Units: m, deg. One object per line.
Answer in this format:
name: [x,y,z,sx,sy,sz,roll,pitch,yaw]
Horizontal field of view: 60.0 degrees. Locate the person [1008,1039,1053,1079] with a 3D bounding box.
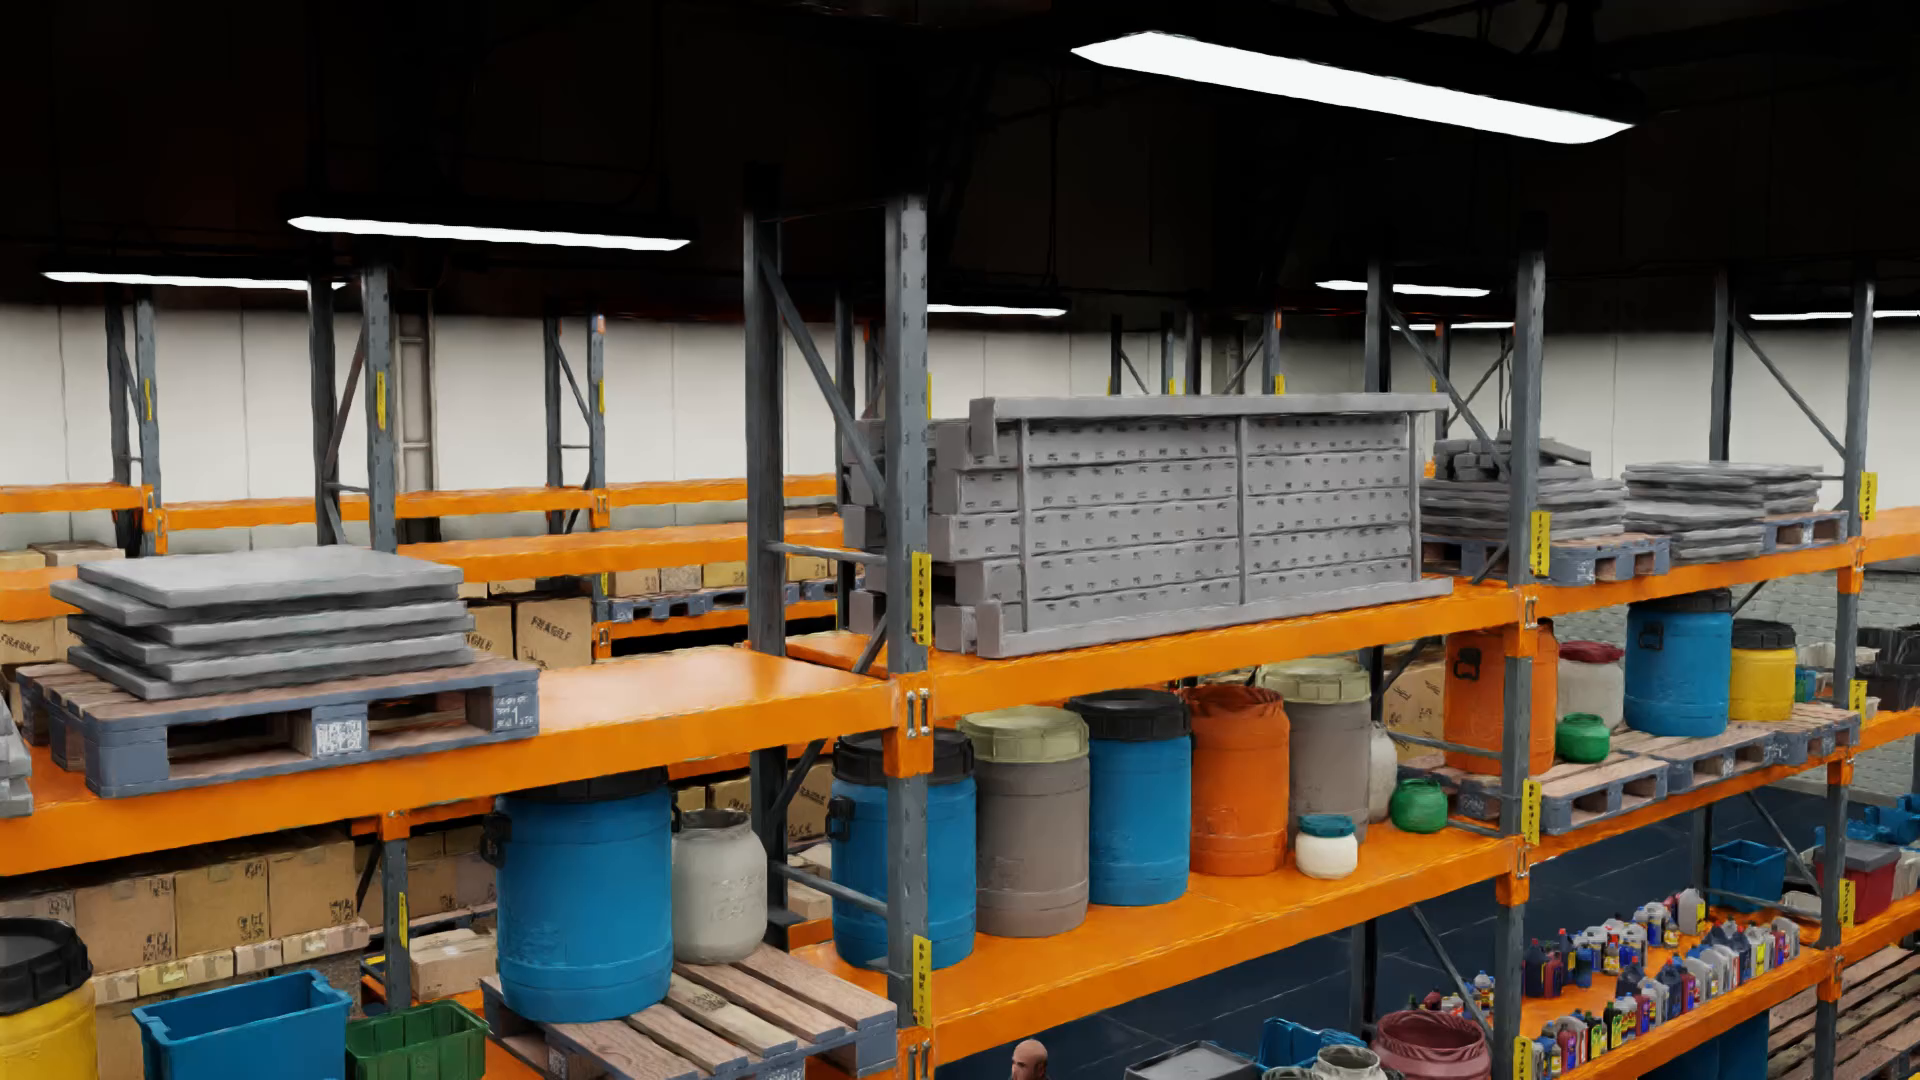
person: [0.473,3.479,8.985,0.534,1.671,0.677,-5,7,-41]
